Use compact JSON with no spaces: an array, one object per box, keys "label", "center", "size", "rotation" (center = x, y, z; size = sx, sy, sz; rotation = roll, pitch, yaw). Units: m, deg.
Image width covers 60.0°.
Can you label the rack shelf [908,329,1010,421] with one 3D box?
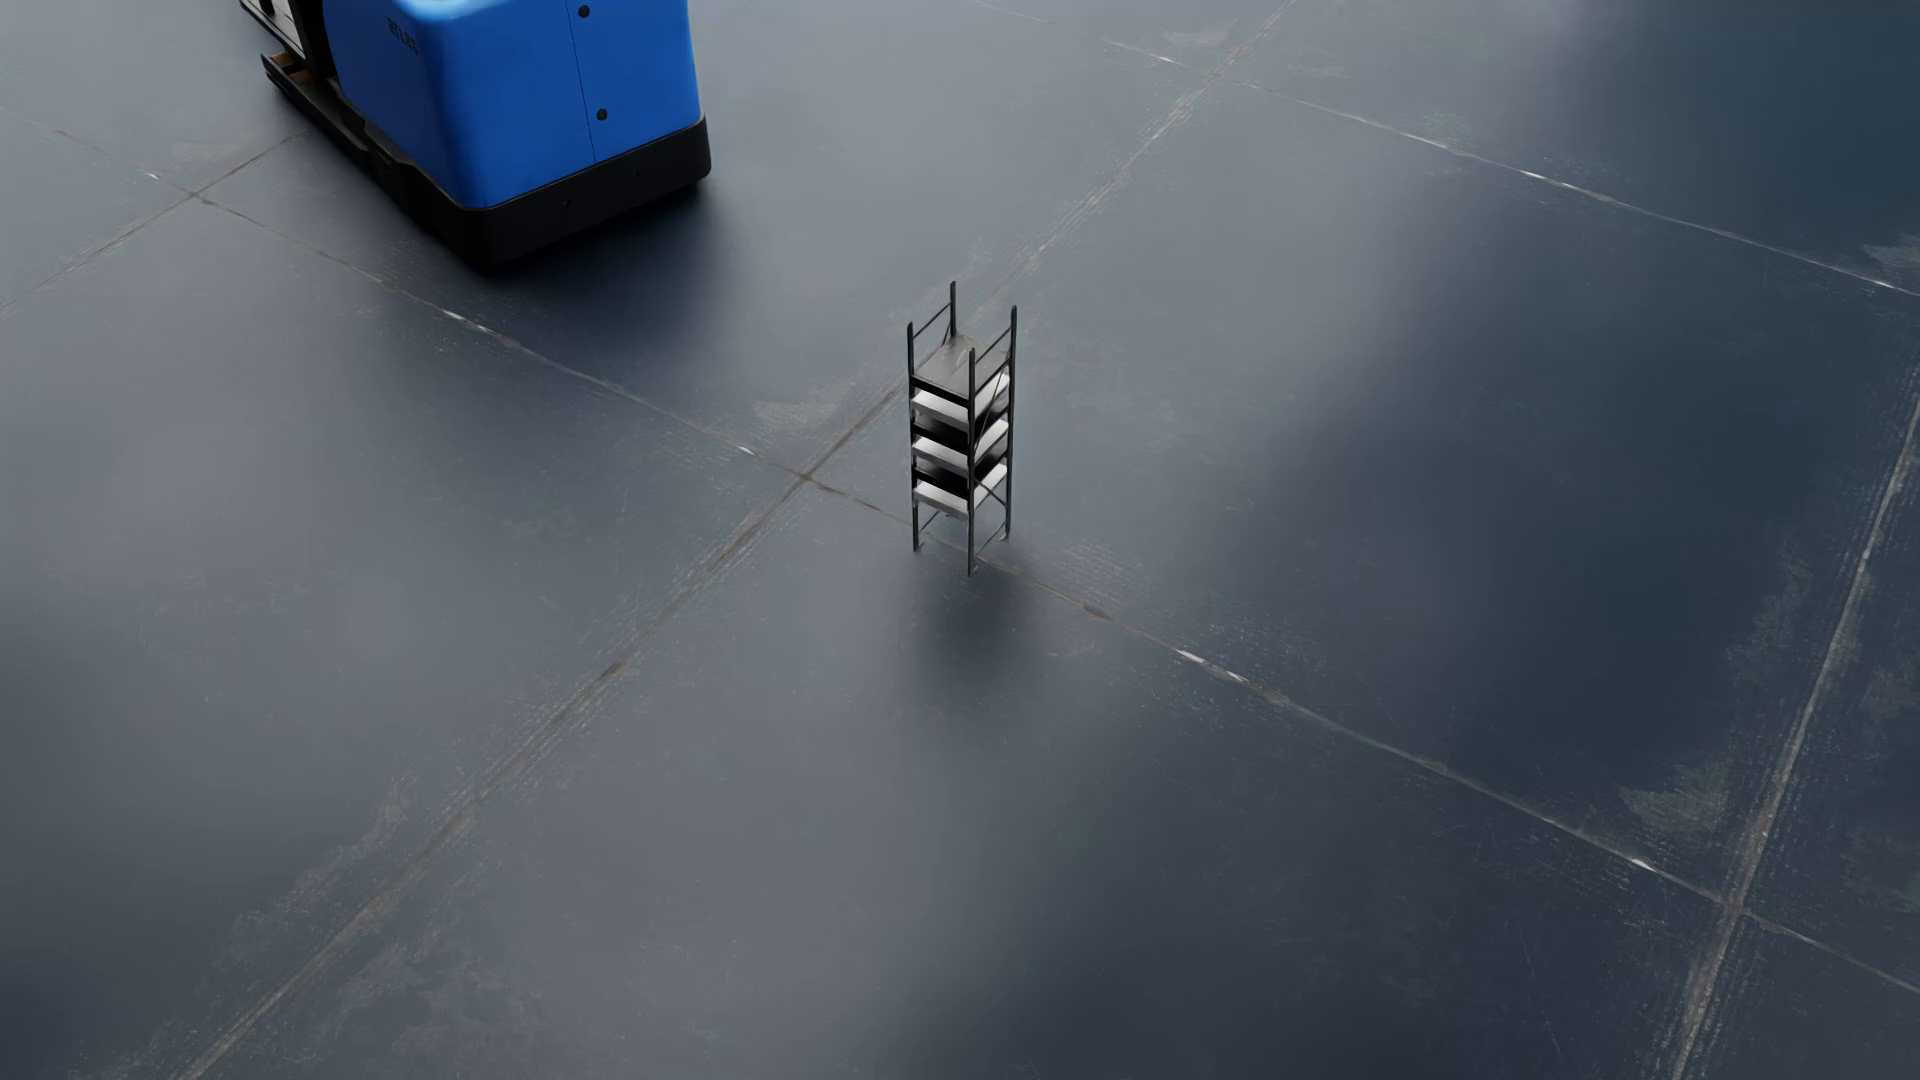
[{"label":"rack shelf","center":[0.007,-0.475,4.758],"size":[0.200,0.077,0.258],"rotation":[25,51,22]}]

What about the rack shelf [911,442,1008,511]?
[{"label":"rack shelf","center":[0.007,-0.225,5.016],"size":[0.200,0.077,0.258],"rotation":[25,51,22]}]

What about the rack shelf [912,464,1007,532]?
[{"label":"rack shelf","center":[0.007,-0.162,5.081],"size":[0.200,0.077,0.258],"rotation":[25,51,22]}]

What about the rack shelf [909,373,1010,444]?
[{"label":"rack shelf","center":[0.007,-0.413,4.822],"size":[0.200,0.077,0.258],"rotation":[25,51,22]}]

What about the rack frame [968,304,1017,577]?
[{"label":"rack frame","center":[0.092,-0.271,4.889],"size":[0.006,0.900,0.240],"rotation":[25,51,22]}]

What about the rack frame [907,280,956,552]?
[{"label":"rack frame","center":[-0.079,-0.350,4.966],"size":[0.006,0.900,0.240],"rotation":[25,51,22]}]

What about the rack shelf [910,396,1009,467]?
[{"label":"rack shelf","center":[0.007,-0.350,4.887],"size":[0.200,0.077,0.258],"rotation":[25,51,22]}]

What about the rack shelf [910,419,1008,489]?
[{"label":"rack shelf","center":[0.007,-0.287,4.951],"size":[0.200,0.077,0.258],"rotation":[25,51,22]}]

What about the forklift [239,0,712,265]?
[{"label":"forklift","center":[-2.307,-3.032,6.156],"size":[1.130,2.935,3.031],"rotation":[-31,53,-26]}]

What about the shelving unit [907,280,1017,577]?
[{"label":"shelving unit","center":[0.007,-0.310,4.928],"size":[0.210,0.900,0.258],"rotation":[25,51,22]}]
